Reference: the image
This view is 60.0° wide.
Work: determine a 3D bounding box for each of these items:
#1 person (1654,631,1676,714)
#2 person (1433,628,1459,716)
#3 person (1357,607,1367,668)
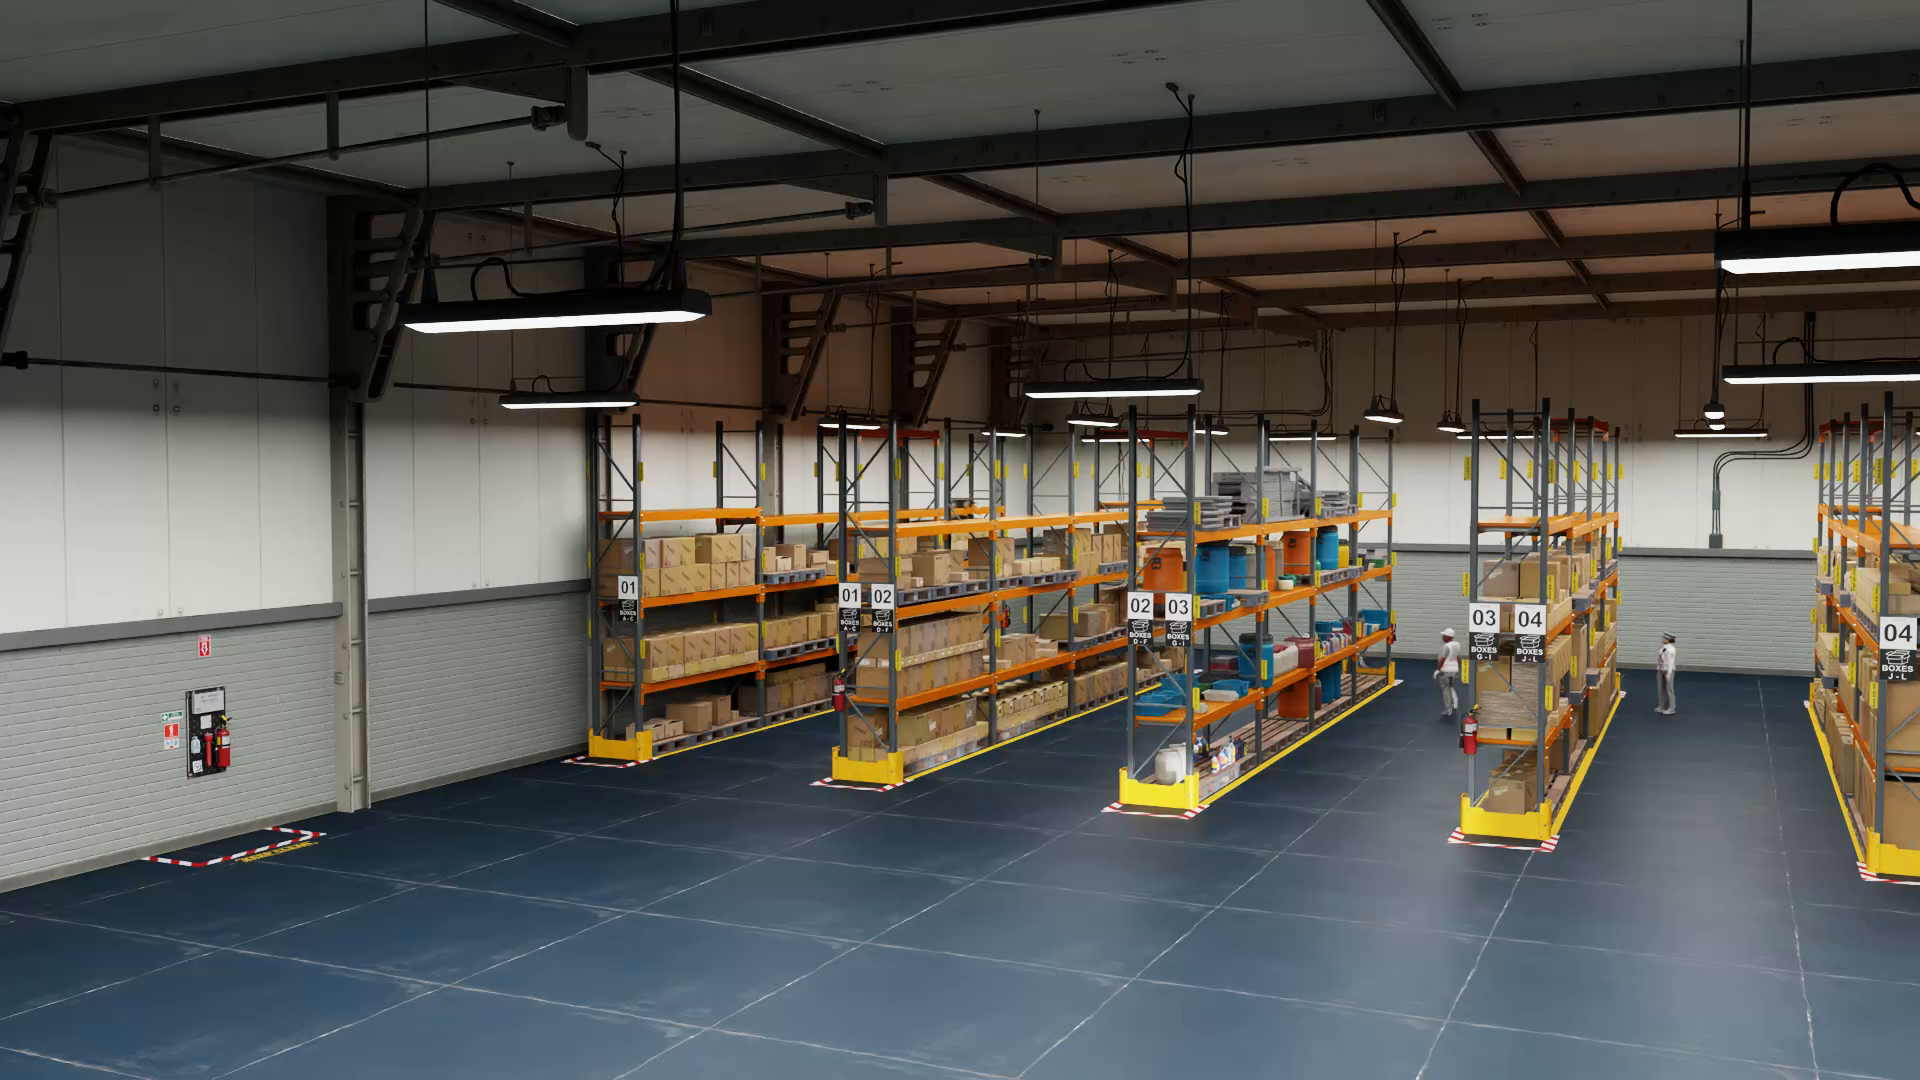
[{"bbox_3d":[14.641,2.746,34.491,0.384,1.689,0.508,-1,2,-15],"label":"person"},{"bbox_3d":[9.985,2.709,34.073,0.588,1.815,0.474,-1,2,-19],"label":"person"},{"bbox_3d":[9.691,2.480,40.638,0.519,1.683,0.443,-2,3,-34],"label":"person"}]
